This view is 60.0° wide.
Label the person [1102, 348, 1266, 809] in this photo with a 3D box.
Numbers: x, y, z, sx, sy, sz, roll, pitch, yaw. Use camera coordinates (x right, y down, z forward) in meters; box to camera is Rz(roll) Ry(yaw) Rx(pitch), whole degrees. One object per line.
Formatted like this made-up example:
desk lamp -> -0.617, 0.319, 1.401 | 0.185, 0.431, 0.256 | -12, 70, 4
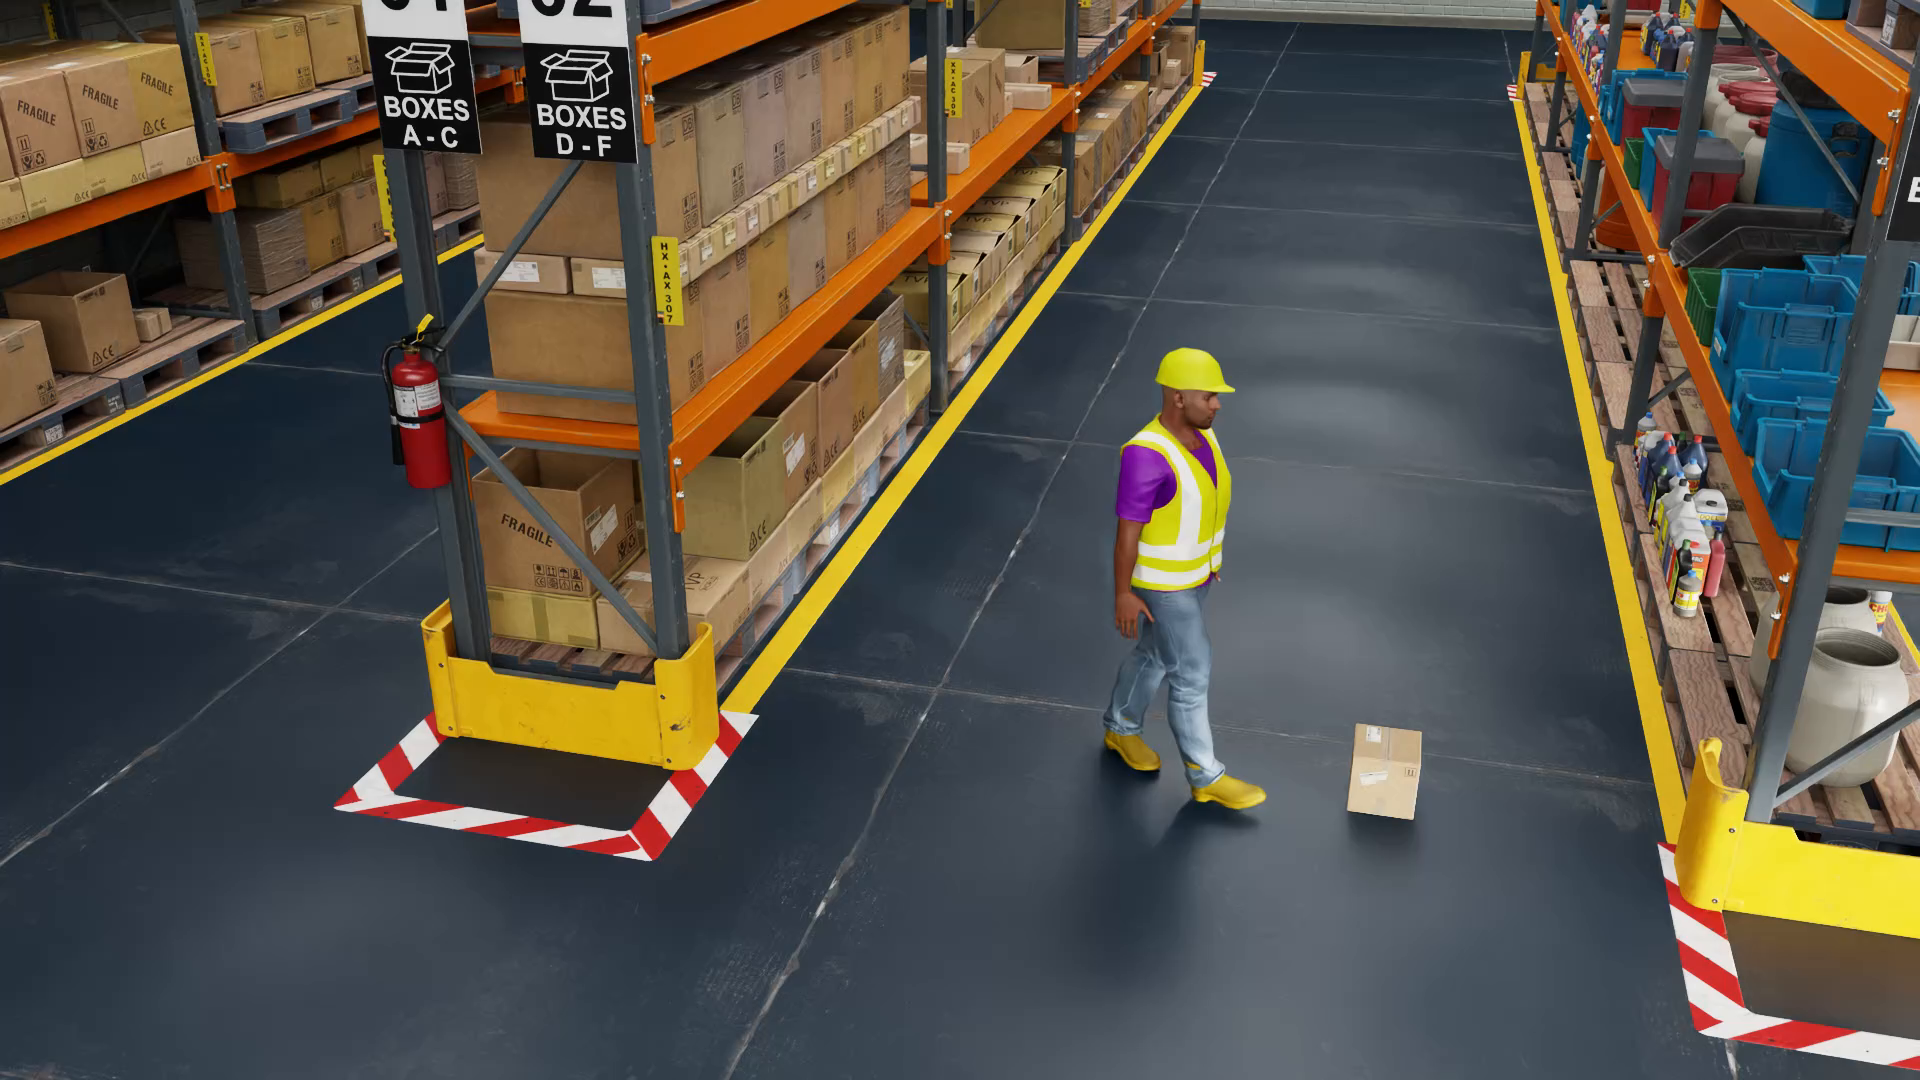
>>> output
person -> 0.888, 0.146, 6.270 | 0.773, 1.753, 0.601 | 15, 29, 29
